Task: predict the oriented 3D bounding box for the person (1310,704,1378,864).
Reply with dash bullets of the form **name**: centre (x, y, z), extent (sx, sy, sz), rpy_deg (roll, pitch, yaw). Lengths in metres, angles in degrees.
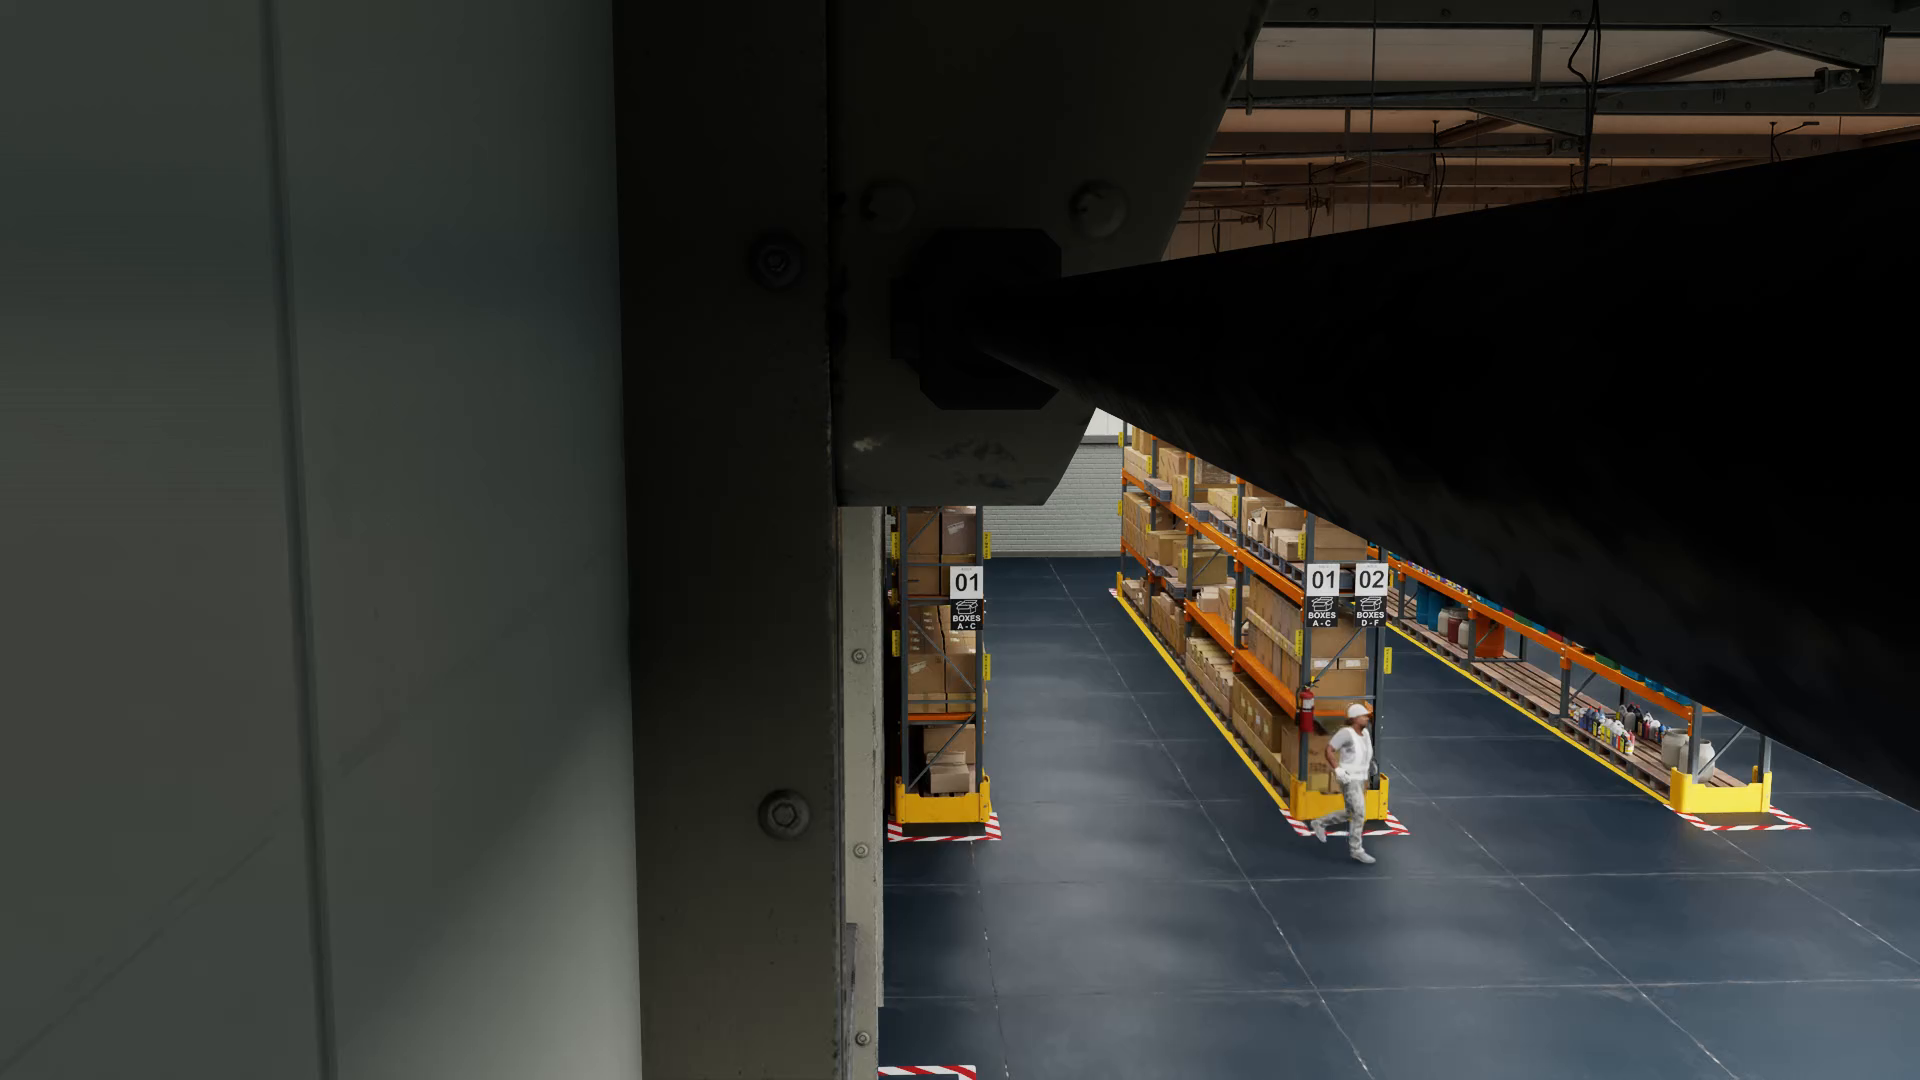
- **person**: centre (4.525, 2.777, 19.304), extent (0.881, 1.748, 0.729), rpy_deg (6, 10, 39)
